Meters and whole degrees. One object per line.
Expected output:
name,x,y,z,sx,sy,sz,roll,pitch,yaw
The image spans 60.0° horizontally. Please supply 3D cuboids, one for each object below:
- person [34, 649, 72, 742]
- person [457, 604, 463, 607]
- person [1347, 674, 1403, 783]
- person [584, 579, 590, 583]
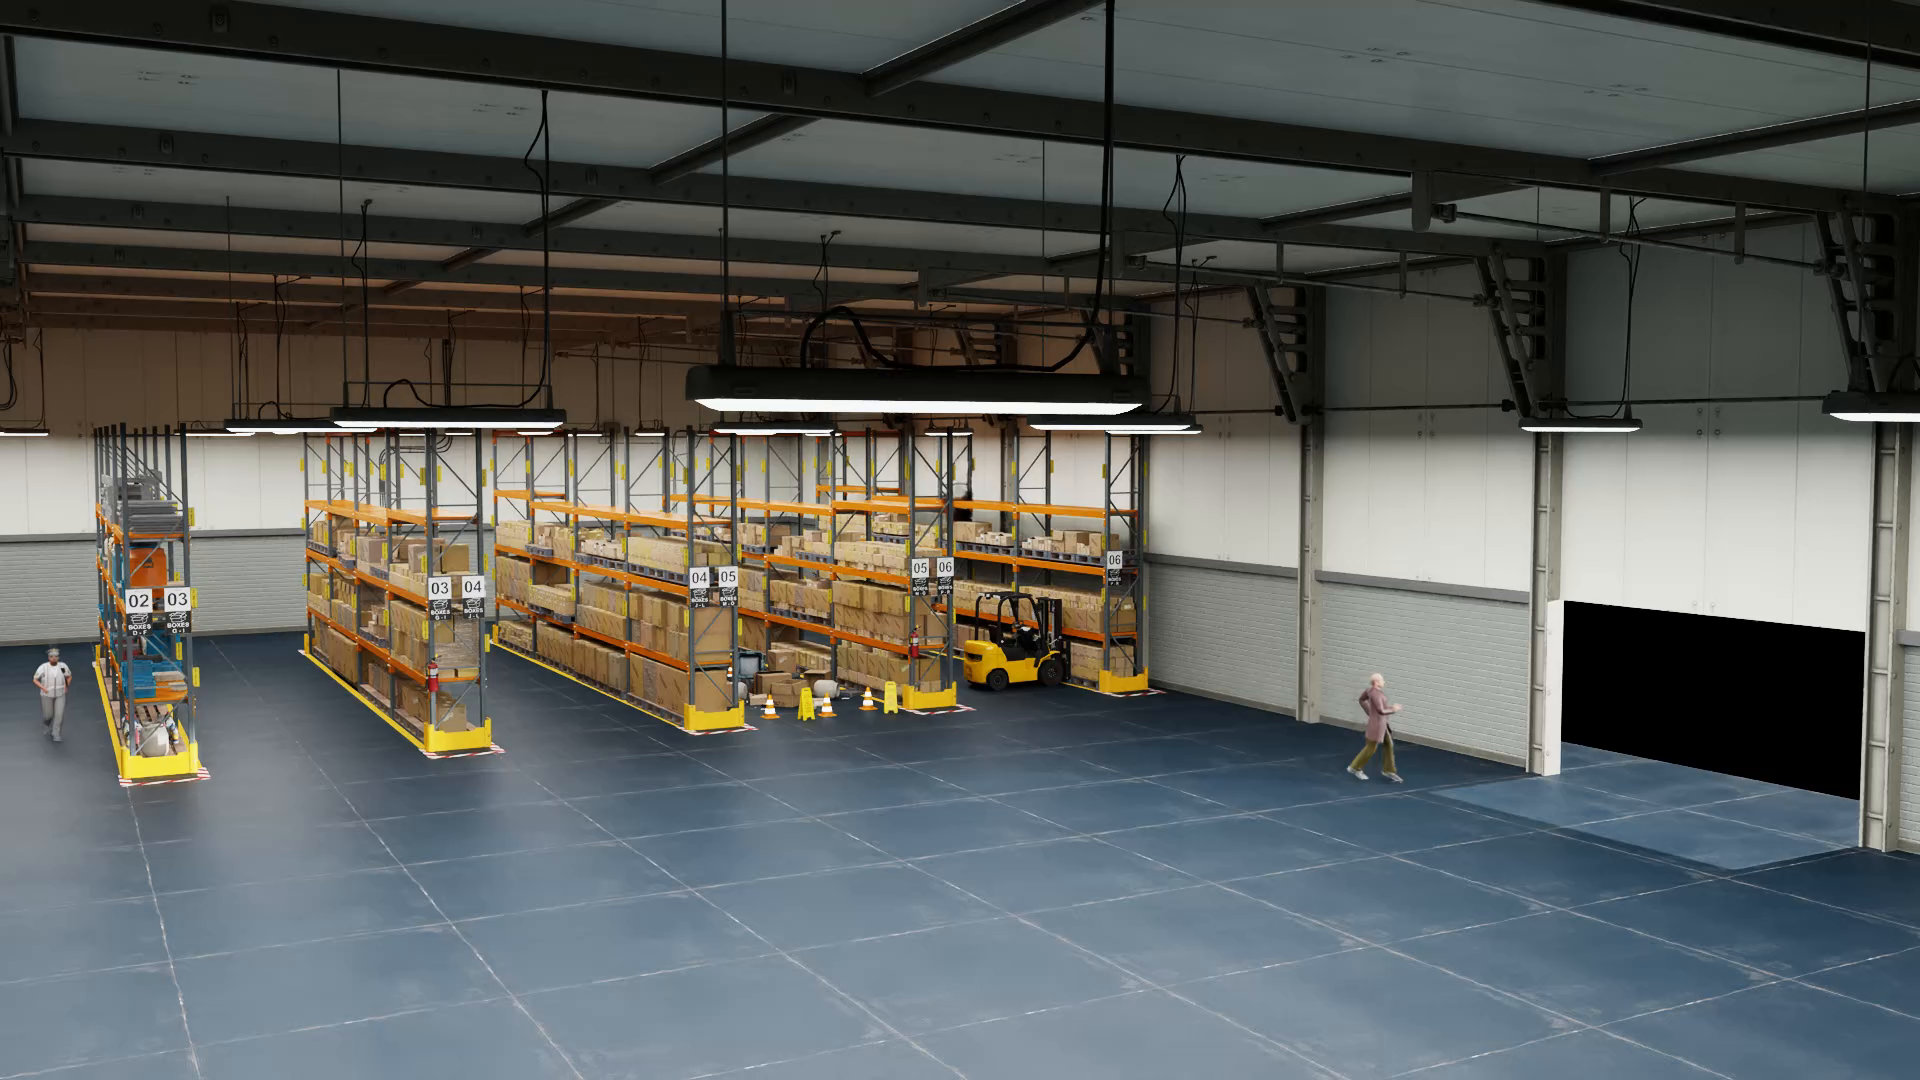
person,-17.232,2.927,31.624,0.660,1.755,0.772,-3,4,-38
person,-13.233,2.223,44.372,0.735,1.660,0.952,-1,4,-22
person,6.935,3.137,27.736,0.923,1.829,0.678,1,4,14
person,-11.106,1.941,49.384,0.586,1.558,0.508,-2,4,-25
